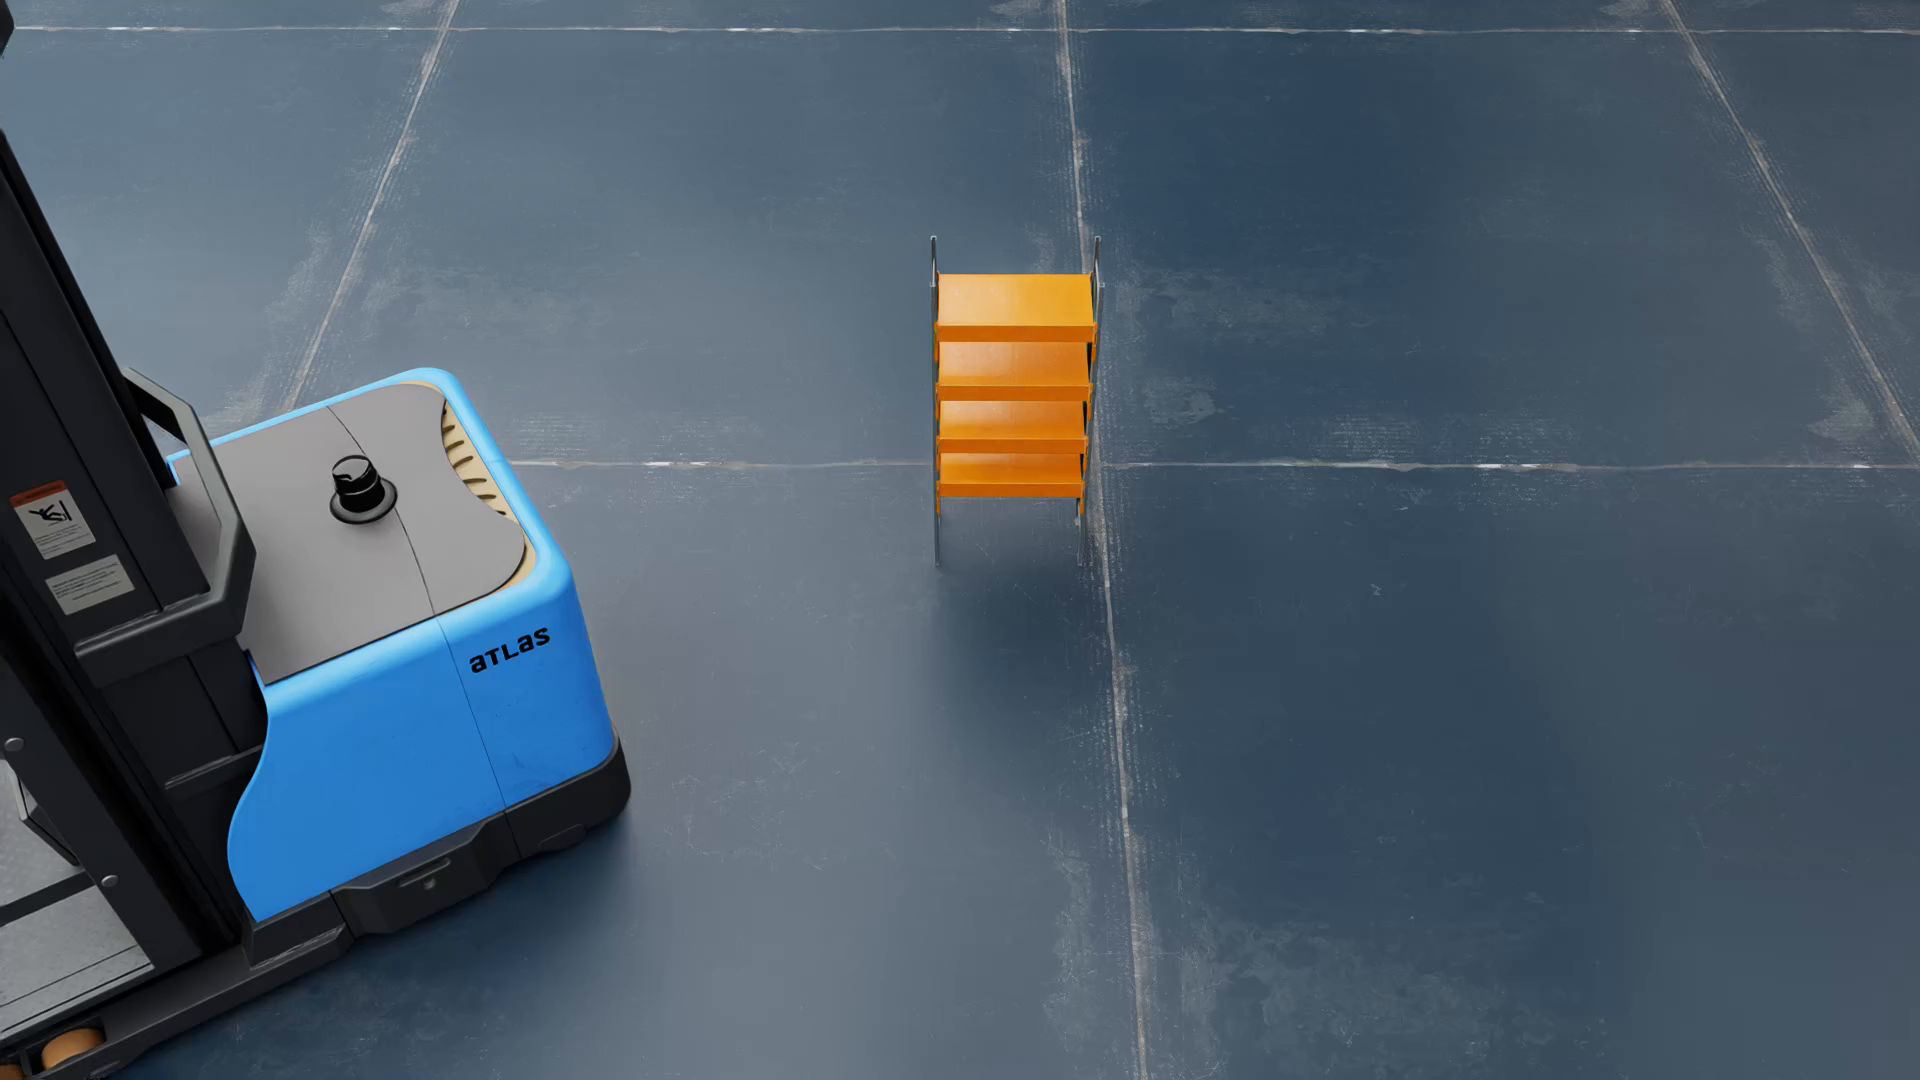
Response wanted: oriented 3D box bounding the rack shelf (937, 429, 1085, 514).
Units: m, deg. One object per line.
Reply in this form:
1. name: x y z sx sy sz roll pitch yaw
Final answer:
1. rack shelf: 0.166 -0.227 5.505 0.480 0.148 0.258 0 47 0

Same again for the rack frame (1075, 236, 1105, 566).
1. rack frame: 0.410 -0.408 5.310 0.015 1.200 0.240 0 47 0

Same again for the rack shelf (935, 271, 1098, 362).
1. rack shelf: 0.166 -0.676 5.023 0.480 0.148 0.258 0 47 0

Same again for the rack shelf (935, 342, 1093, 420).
1. rack shelf: 0.166 -0.515 5.196 0.480 0.148 0.258 0 47 0

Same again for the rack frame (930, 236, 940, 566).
1. rack frame: -0.078 -0.409 5.311 0.015 1.200 0.240 0 47 0

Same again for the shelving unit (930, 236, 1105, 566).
1. shelving unit: 0.166 -0.408 5.310 0.503 1.200 0.258 0 47 0

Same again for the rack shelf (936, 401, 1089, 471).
1. rack shelf: 0.166 -0.363 5.360 0.480 0.148 0.258 0 47 0

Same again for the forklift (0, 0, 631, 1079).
1. forklift: -2.507 0.077 3.676 3.031 2.935 1.130 -24 52 -21
